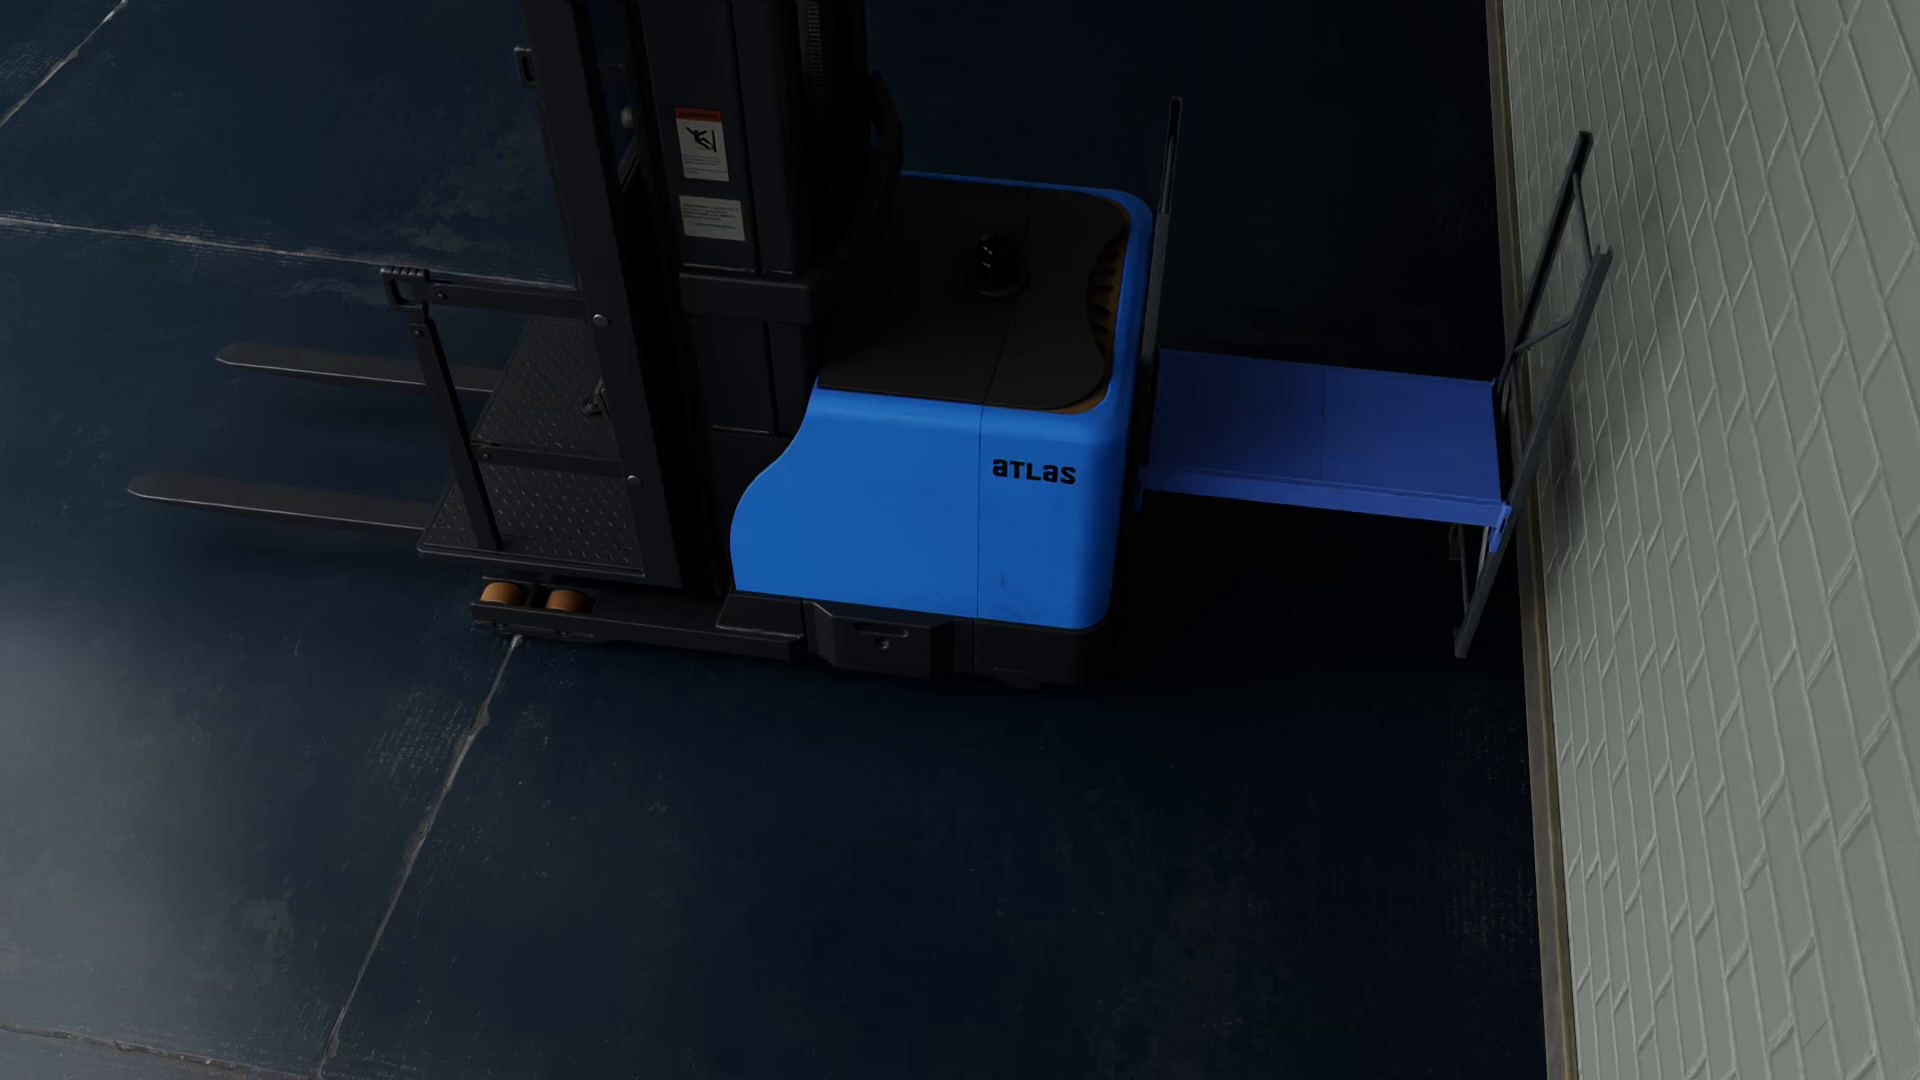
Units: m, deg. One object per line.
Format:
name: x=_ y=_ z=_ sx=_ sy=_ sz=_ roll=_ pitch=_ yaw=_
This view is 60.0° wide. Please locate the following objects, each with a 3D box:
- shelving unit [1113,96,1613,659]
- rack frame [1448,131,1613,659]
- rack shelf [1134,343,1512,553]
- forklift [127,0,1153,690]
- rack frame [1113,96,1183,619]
shelving unit: x=1.020 y=-0.391 z=4.593 sx=1.048 sy=1.500 sz=0.538 roll=6 pitch=48 yaw=6
rack frame: x=1.523 y=-0.334 z=4.542 sx=0.032 sy=1.500 sz=0.500 roll=6 pitch=48 yaw=6
rack shelf: x=1.020 y=-0.271 z=4.727 sx=1.000 sy=0.185 sz=0.538 roll=6 pitch=48 yaw=6
forklift: x=-1.005 y=-1.057 z=4.229 sx=3.031 sy=2.935 sz=1.130 roll=6 pitch=48 yaw=6
rack frame: x=0.518 y=-0.448 z=4.645 sx=0.032 sy=1.500 sz=0.500 roll=6 pitch=48 yaw=6
